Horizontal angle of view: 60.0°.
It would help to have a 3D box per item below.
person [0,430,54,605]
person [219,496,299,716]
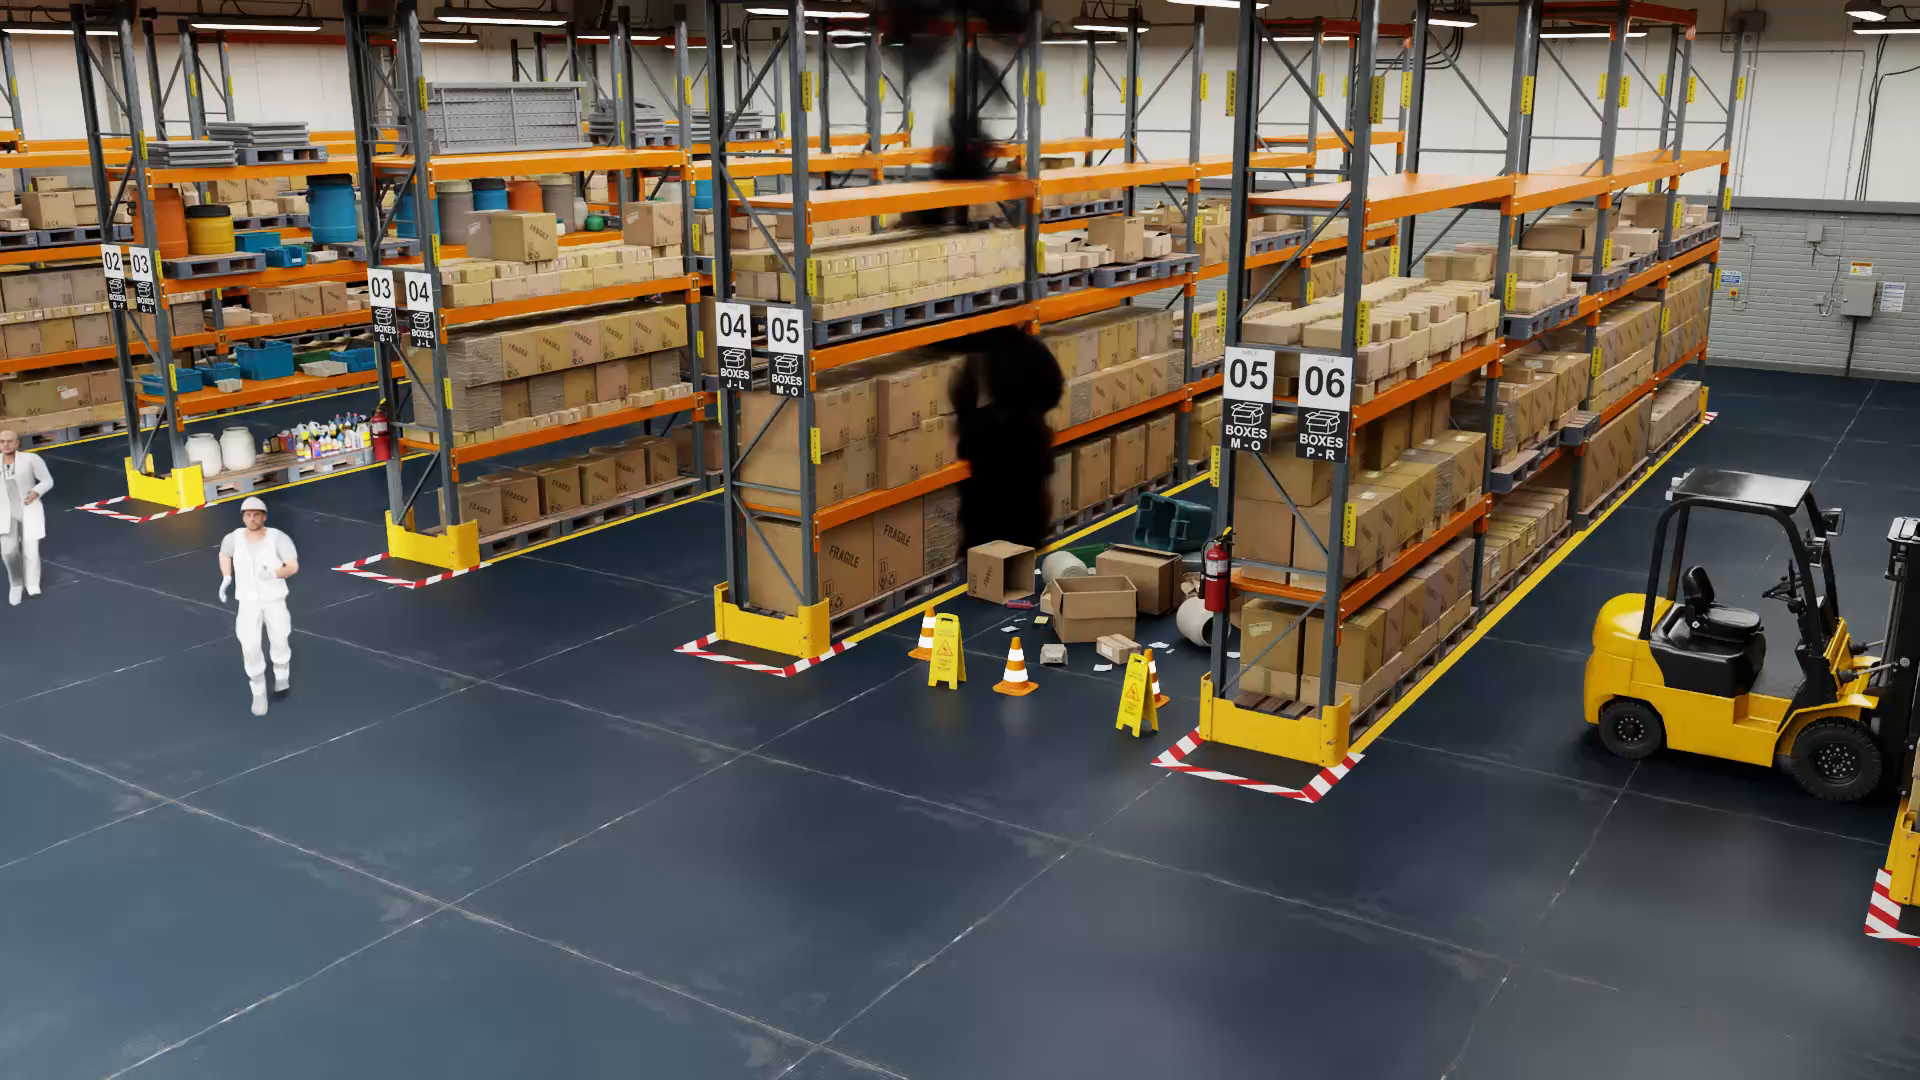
[{"bbox_3d":[-9.494,-0.256,16.772,0.701,1.731,0.765,-8,17,-25],"label":"person"},{"bbox_3d":[-5.862,0.537,13.959,0.647,1.836,0.761,-5,16,-18],"label":"person"}]
